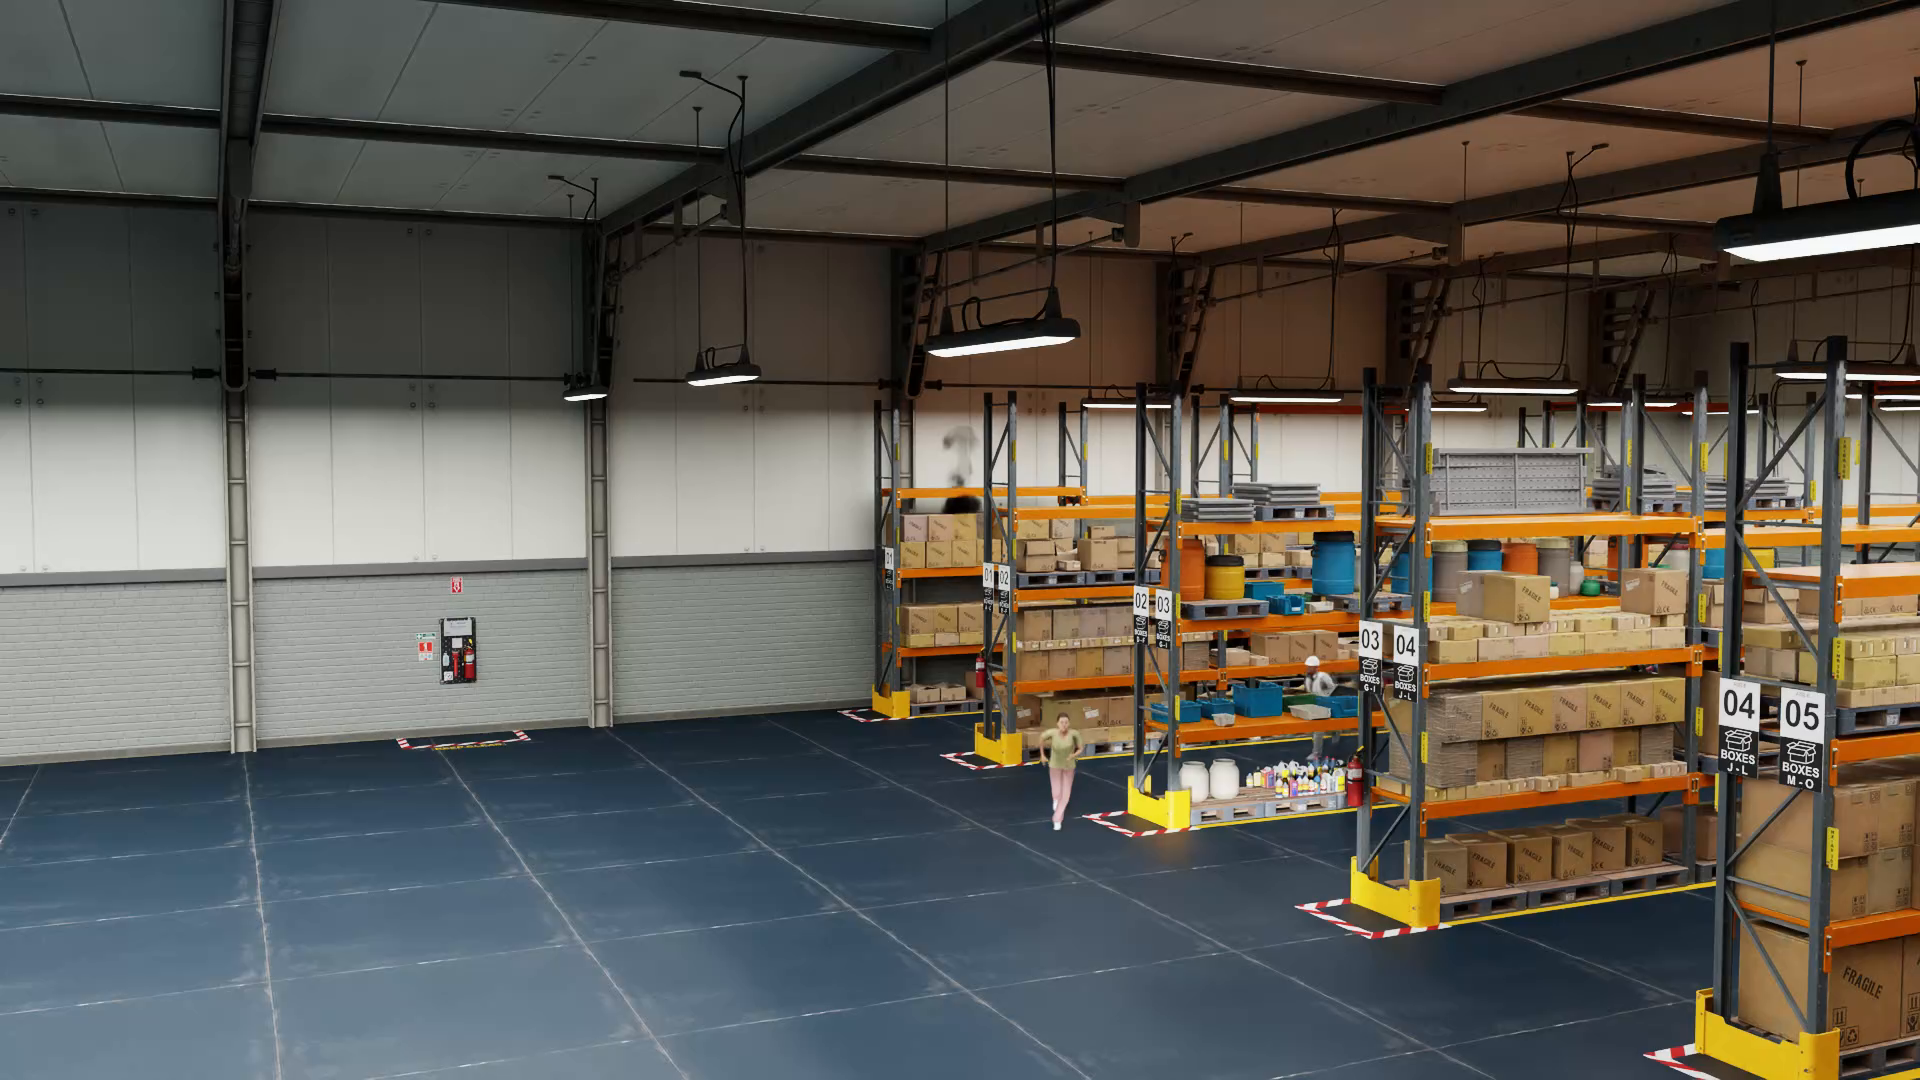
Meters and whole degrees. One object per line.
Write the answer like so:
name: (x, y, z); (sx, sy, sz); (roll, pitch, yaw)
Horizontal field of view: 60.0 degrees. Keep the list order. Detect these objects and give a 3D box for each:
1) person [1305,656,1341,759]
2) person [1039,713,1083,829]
person: (5.970, 2.747, 27.284); (0.875, 1.718, 0.657); (-2, 4, -37)
person: (1.361, 3.083, 22.290); (0.571, 1.597, 0.677); (0, 3, -4)
